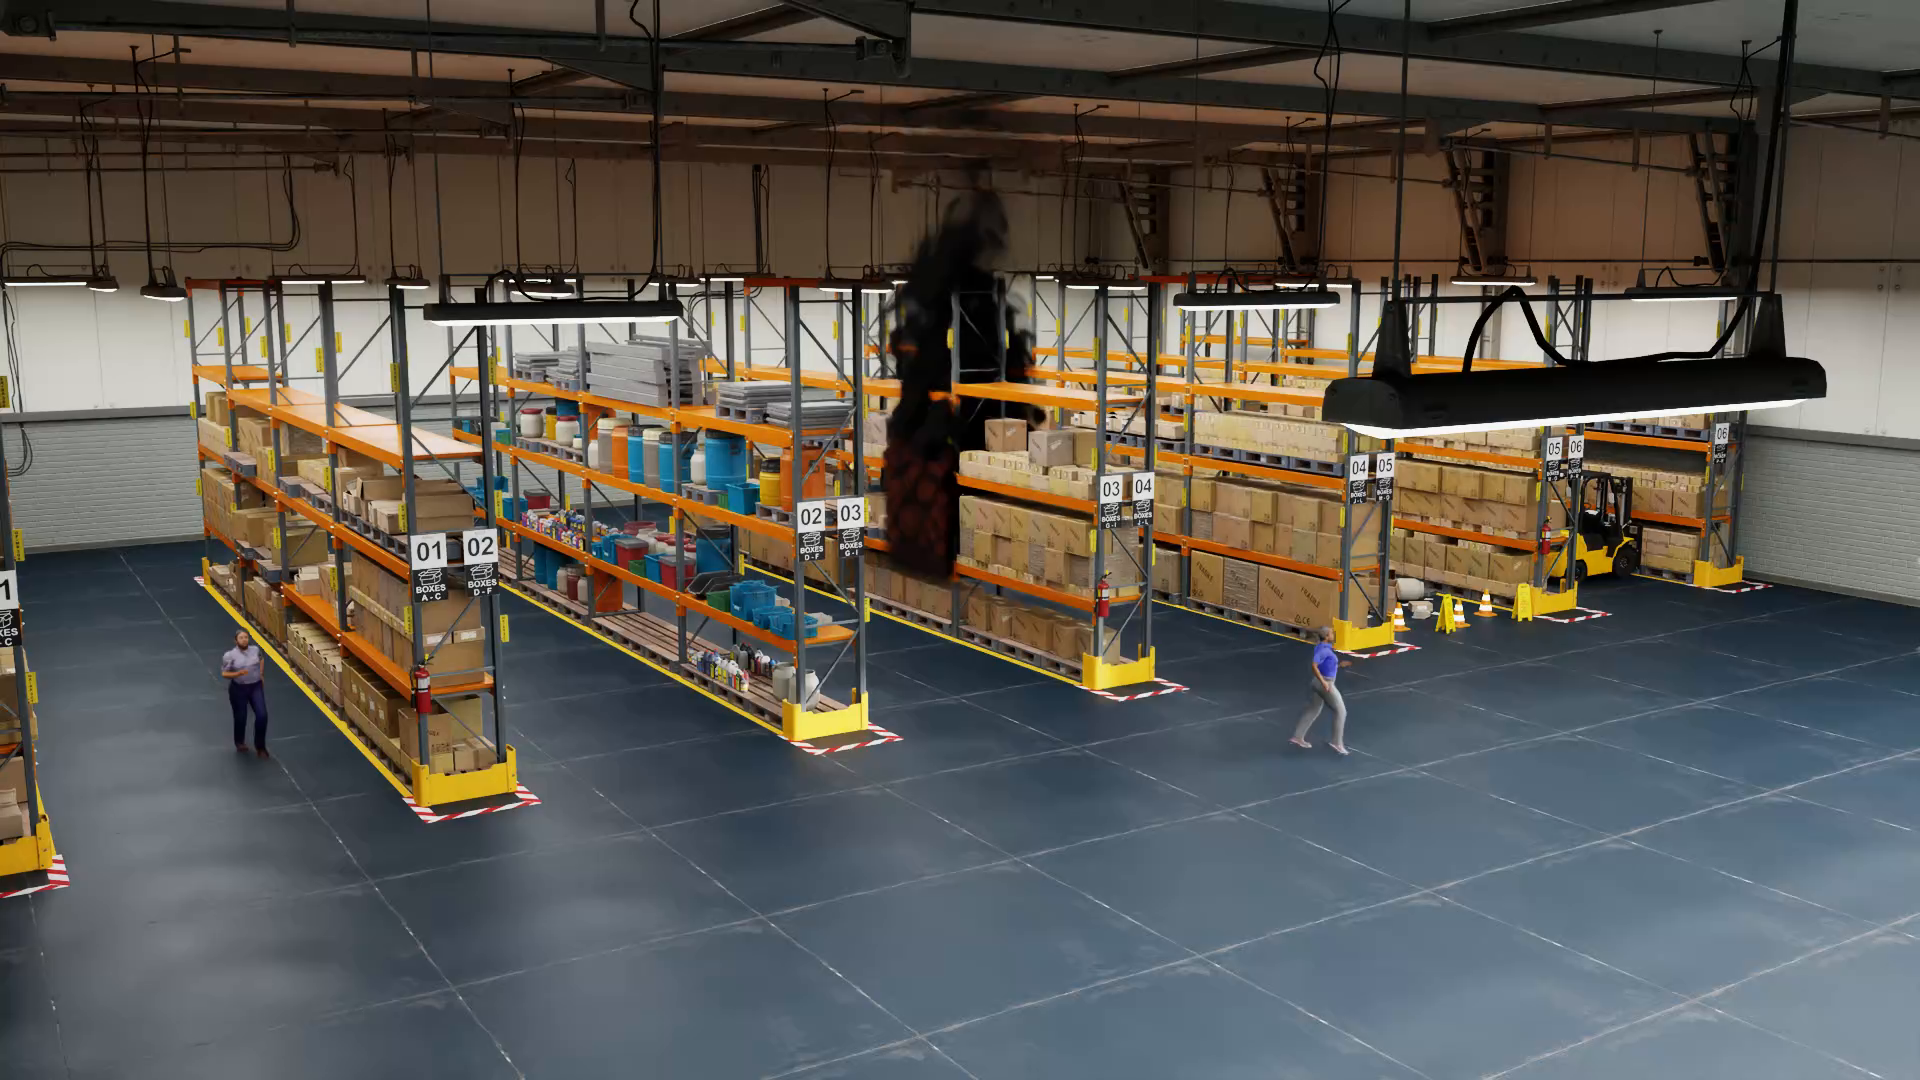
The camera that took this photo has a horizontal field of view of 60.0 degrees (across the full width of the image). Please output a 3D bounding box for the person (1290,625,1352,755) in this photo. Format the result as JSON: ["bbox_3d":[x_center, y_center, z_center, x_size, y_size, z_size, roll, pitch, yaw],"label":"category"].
[{"bbox_3d":[4.678,1.947,21.462,0.777,1.718,0.547,-2,10,-9],"label":"person"}]

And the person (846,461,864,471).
[{"bbox_3d":[-2.714,-1.463,41.666,0.556,1.715,0.751,-8,12,-39],"label":"person"}]

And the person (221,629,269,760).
[{"bbox_3d":[-9.151,2.016,21.338,0.585,1.623,0.708,-7,12,-37],"label":"person"}]
